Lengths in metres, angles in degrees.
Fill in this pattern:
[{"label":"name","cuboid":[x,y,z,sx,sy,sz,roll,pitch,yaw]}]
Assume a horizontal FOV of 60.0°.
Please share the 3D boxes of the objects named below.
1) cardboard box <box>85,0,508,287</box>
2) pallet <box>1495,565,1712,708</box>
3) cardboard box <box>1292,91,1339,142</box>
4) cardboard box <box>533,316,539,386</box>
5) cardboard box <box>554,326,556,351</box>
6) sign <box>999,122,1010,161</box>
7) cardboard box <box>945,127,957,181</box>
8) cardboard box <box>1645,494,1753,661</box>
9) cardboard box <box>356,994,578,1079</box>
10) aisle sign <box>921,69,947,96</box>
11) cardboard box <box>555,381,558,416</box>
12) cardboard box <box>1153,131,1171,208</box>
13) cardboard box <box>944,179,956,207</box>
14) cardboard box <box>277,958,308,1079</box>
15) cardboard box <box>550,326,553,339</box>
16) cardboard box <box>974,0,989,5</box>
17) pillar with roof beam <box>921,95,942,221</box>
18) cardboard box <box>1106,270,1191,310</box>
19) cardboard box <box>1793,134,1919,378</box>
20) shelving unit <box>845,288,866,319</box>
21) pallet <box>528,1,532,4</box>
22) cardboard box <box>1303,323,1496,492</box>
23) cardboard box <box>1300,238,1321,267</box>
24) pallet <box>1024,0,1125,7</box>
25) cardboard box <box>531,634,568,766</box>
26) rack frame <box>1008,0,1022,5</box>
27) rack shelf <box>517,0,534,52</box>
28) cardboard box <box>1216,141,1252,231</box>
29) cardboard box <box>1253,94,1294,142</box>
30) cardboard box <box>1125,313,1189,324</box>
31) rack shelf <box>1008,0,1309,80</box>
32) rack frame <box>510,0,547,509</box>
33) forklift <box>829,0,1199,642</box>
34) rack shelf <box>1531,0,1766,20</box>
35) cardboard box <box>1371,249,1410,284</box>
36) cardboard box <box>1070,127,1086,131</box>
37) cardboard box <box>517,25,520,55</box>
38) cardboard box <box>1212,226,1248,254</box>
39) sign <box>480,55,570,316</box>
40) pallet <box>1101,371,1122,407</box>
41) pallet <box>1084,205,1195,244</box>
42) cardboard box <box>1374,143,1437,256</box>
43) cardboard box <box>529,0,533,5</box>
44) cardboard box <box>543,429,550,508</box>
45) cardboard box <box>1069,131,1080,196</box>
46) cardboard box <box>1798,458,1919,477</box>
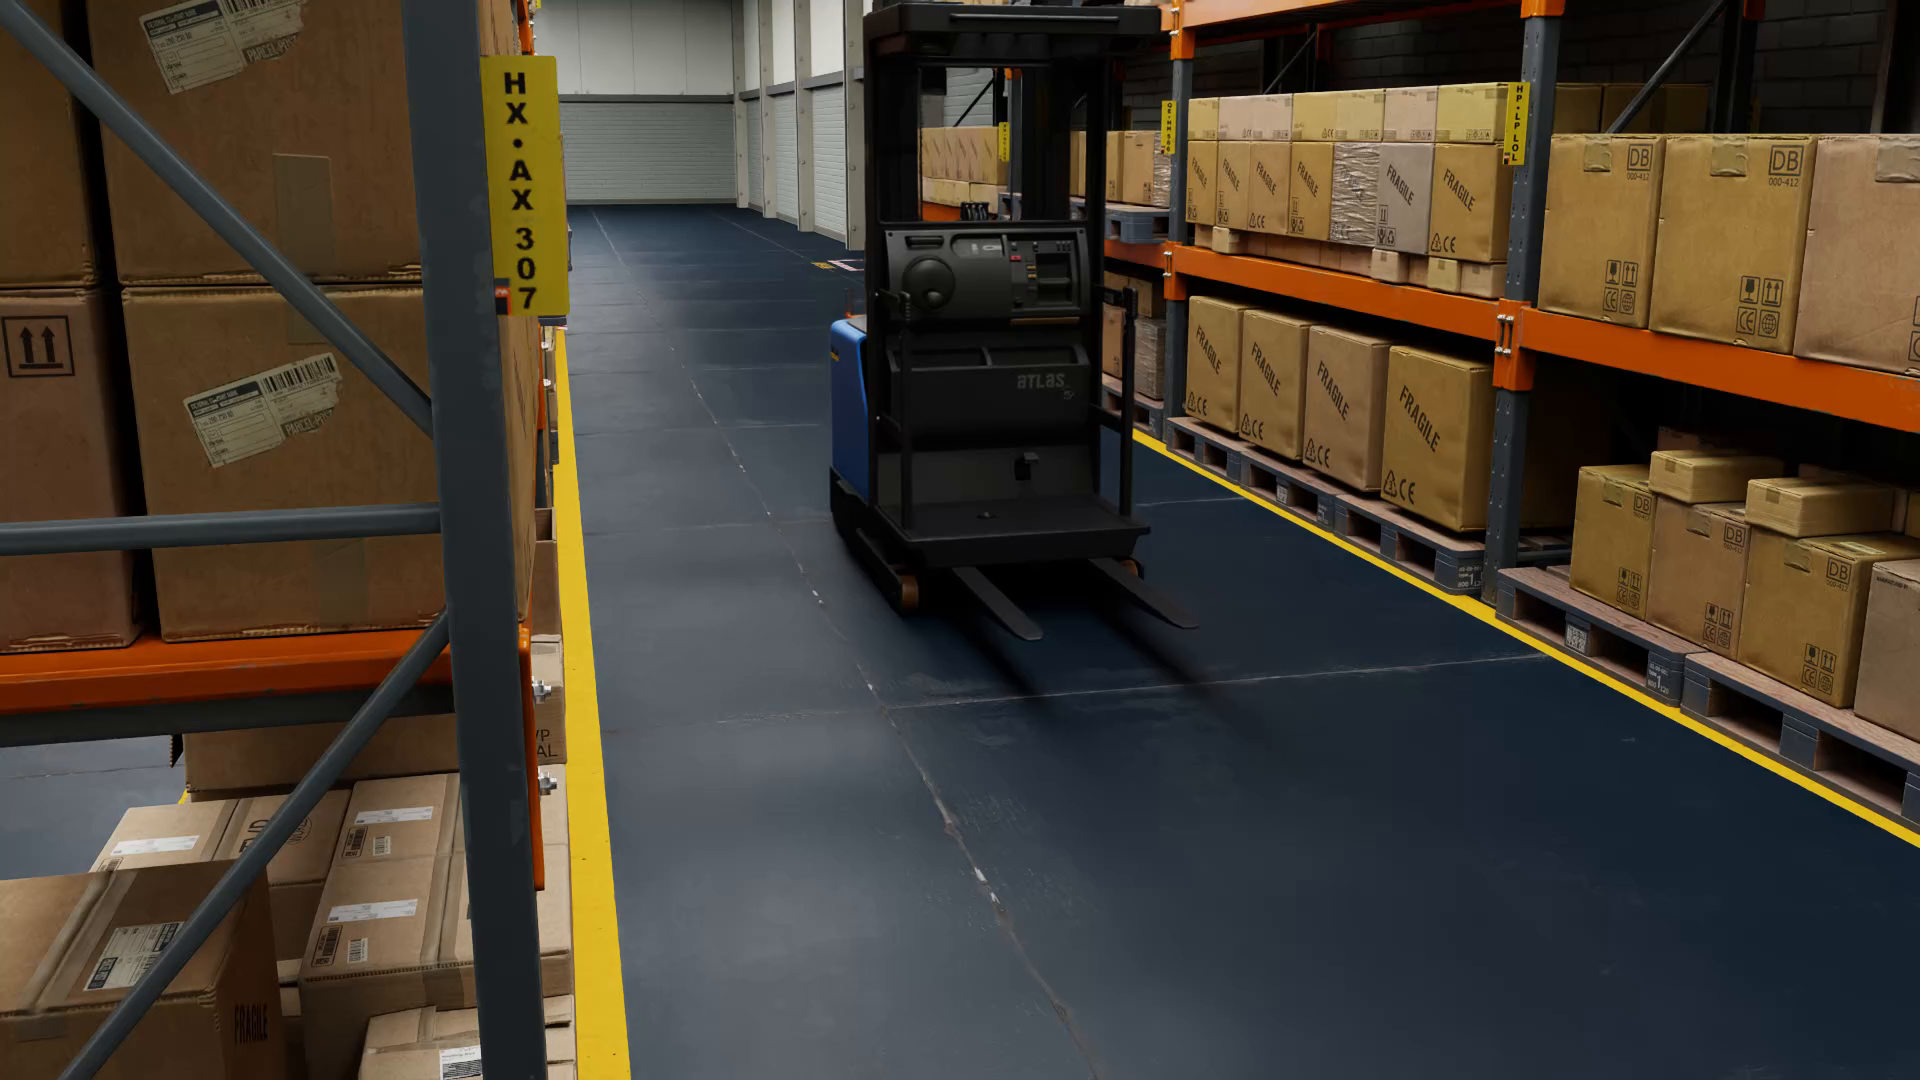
[{"label":"cardboard box","cuboid":[-0.934,-0.651,2.453,0.500,0.500,0.500,-3,14,-11]},{"label":"pallet","cuboid":[2.891,0.335,6.611,1.003,0.211,1.213,-3,14,-13]},{"label":"cardboard box","cuboid":[2.079,-2.214,8.707,0.500,0.250,0.500,-4,14,-14]},{"label":"cardboard box","cuboid":[-1.413,-0.633,4.486,0.500,0.500,0.500,-3,14,-12]},{"label":"cardboard box","cuboid":[-3.719,-1.760,14.220,0.500,0.250,0.500,-3,14,-13]},{"label":"sign","cuboid":[0.384,-3.433,14.336,0.100,0.325,0.005,-3,14,-13]},{"label":"cardboard box","cuboid":[0.145,-3.789,16.311,0.500,0.500,0.500,-3,14,-11]},{"label":"cardboard box","cuboid":[2.979,0.105,6.058,0.700,0.500,0.500,-3,14,-14]},{"label":"cardboard box","cuboid":[-0.909,0.990,3.099,0.380,0.166,0.250,-3,14,-13]},{"label":"aisle sign","cuboid":[-0.338,-5.230,18.038,0.394,0.787,0.004,-3,14,-13]},{"label":"cardboard box","cuboid":[-2.921,-0.966,10.971,0.500,0.250,0.500,-4,14,-15]},{"label":"cardboard box","cuboid":[1.729,-2.492,11.170,0.700,0.500,0.500,-5,15,-20]},{"label":"cardboard box","cuboid":[0.143,-3.421,16.382,0.500,0.250,0.500,-3,14,-13]},{"label":"cardboard box","cuboid":[-1.461,0.953,3.249,0.380,0.166,0.250,-3,14,-13]},{"label":"cardboard box","cuboid":[-3.052,-1.361,11.407,0.500,0.311,0.500,-4,14,-15]},{"label":"cardboard box","cuboid":[0.445,-4.780,15.100,0.500,0.500,0.500,-5,14,-18]},{"label":"pillar with roof beam","cuboid":[-4.618,-7.913,21.854,9.100,9.000,0.400,-3,14,-13]},{"label":"cardboard box","cuboid":[1.431,-1.902,12.653,0.500,0.250,0.500,-3,14,-13]},{"label":"cardboard box","cuboid":[3.247,-0.883,5.089,0.980,0.700,0.700,-4,14,-16]},{"label":"shelving unit","cuboid":[-0.295,-0.813,9.385,0.538,1.125,1.048,-4,14,-14]},{"label":"pallet","cuboid":[-3.211,-3.362,9.946,1.213,0.211,1.003,-3,14,-11]},{"label":"cardboard box","cuboid":[2.298,-0.707,8.644,0.750,0.750,0.750,-3,14,-11]},{"label":"cardboard box","cuboid":[2.072,-1.568,9.010,0.380,0.149,0.250,-3,14,-13]},{"label":"pallet","cuboid":[1.198,-4.023,12.650,1.213,0.211,1.003,-3,14,-13]},{"label":"cardboard box","cuboid":[-1.440,0.459,4.967,0.500,0.311,0.500,-3,14,-13]},{"label":"rack frame","cuboid":[0.910,-5.959,13.858,1.000,3.000,0.127,-3,14,-13]},{"label":"rack shelf","cuboid":[-2.495,-2.491,7.500,1.077,0.370,4.000,-3,14,-13]},{"label":"cardboard box","cuboid":[1.829,-2.077,9.729,0.500,0.500,0.500,-3,14,-11]},{"label":"cardboard box","cuboid":[1.954,-2.331,9.188,0.500,0.250,0.500,-3,14,-13]},{"label":"cardboard box","cuboid":[1.622,-1.410,12.218,0.700,0.500,0.500,-3,14,-13]},{"label":"rack shelf","cuboid":[1.380,-3.691,12.411,1.077,0.370,4.000,-3,14,-13]},{"label":"rack frame","cuboid":[-2.026,-0.922,5.882,1.000,3.000,0.127,-3,14,-13]},{"label":"forklift","cuboid":[0.183,-1.213,7.217,1.130,2.935,3.031,-4,14,-14]},{"label":"rack shelf","cuboid":[3.258,-1.846,4.856,1.077,0.370,4.000,-3,14,-13]},{"label":"cardboard box","cuboid":[2.216,-1.326,8.022,0.380,0.149,0.250,-3,14,-13]},{"label":"cardboard box","cuboid":[1.003,-3.466,14.988,0.500,0.500,0.500,-4,14,-14]},{"label":"cardboard box","cuboid":[-1.532,-1.236,4.850,0.500,0.500,0.500,-4,14,-14]},{"label":"cardboard box","cuboid":[1.732,-1.796,9.946,0.380,0.149,0.250,-3,14,-11]},{"label":"sign","cuboid":[-0.559,-0.450,2.126,0.100,0.325,0.005,-3,14,-13]},{"label":"pallet","cuboid":[1.384,-1.229,13.012,1.003,0.211,1.213,-3,14,-13]},{"label":"pallet","cuboid":[1.578,-2.187,11.464,1.213,0.211,1.003,-3,14,-13]},{"label":"cardboard box","cuboid":[2.306,-1.612,7.824,0.500,0.500,0.500,-3,14,-13]},{"label":"cardboard box","cuboid":[-3.893,-4.709,14.070,0.500,0.311,0.500,-4,14,-16]},{"label":"cardboard box","cuboid":[-2.148,-0.285,7.613,0.500,0.500,0.500,-3,14,-13]},{"label":"cardboard box","cuboid":[1.120,-3.058,13.488,0.700,0.500,0.500,-2,14,-7]},{"label":"cardboard box","cuboid":[3.212,-0.188,5.892,0.380,0.149,0.250,-4,14,-15]}]
